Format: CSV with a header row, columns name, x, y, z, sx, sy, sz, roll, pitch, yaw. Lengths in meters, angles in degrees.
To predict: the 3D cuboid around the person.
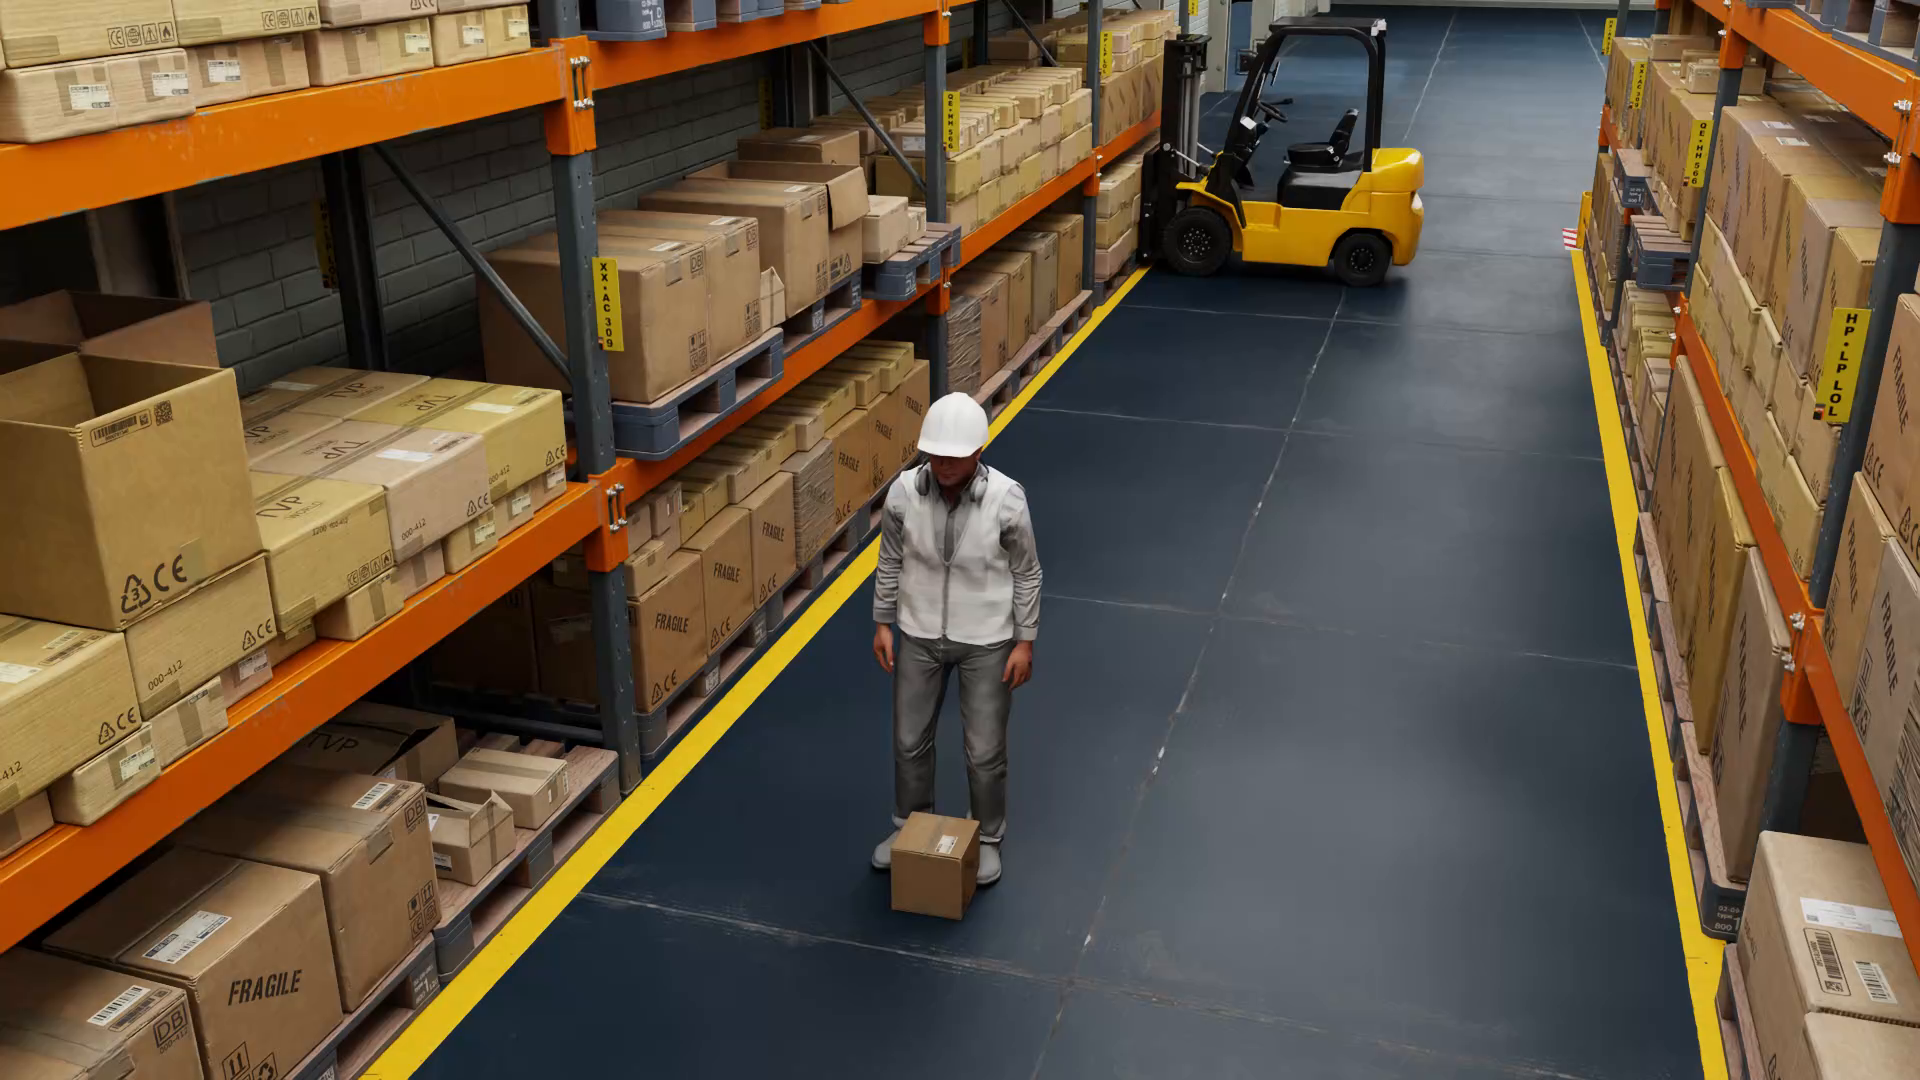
name,x,y,z,sx,sy,sz,roll,pitch,yaw
person,-0.017,0.332,5.721,0.584,1.771,0.466,6,23,15
